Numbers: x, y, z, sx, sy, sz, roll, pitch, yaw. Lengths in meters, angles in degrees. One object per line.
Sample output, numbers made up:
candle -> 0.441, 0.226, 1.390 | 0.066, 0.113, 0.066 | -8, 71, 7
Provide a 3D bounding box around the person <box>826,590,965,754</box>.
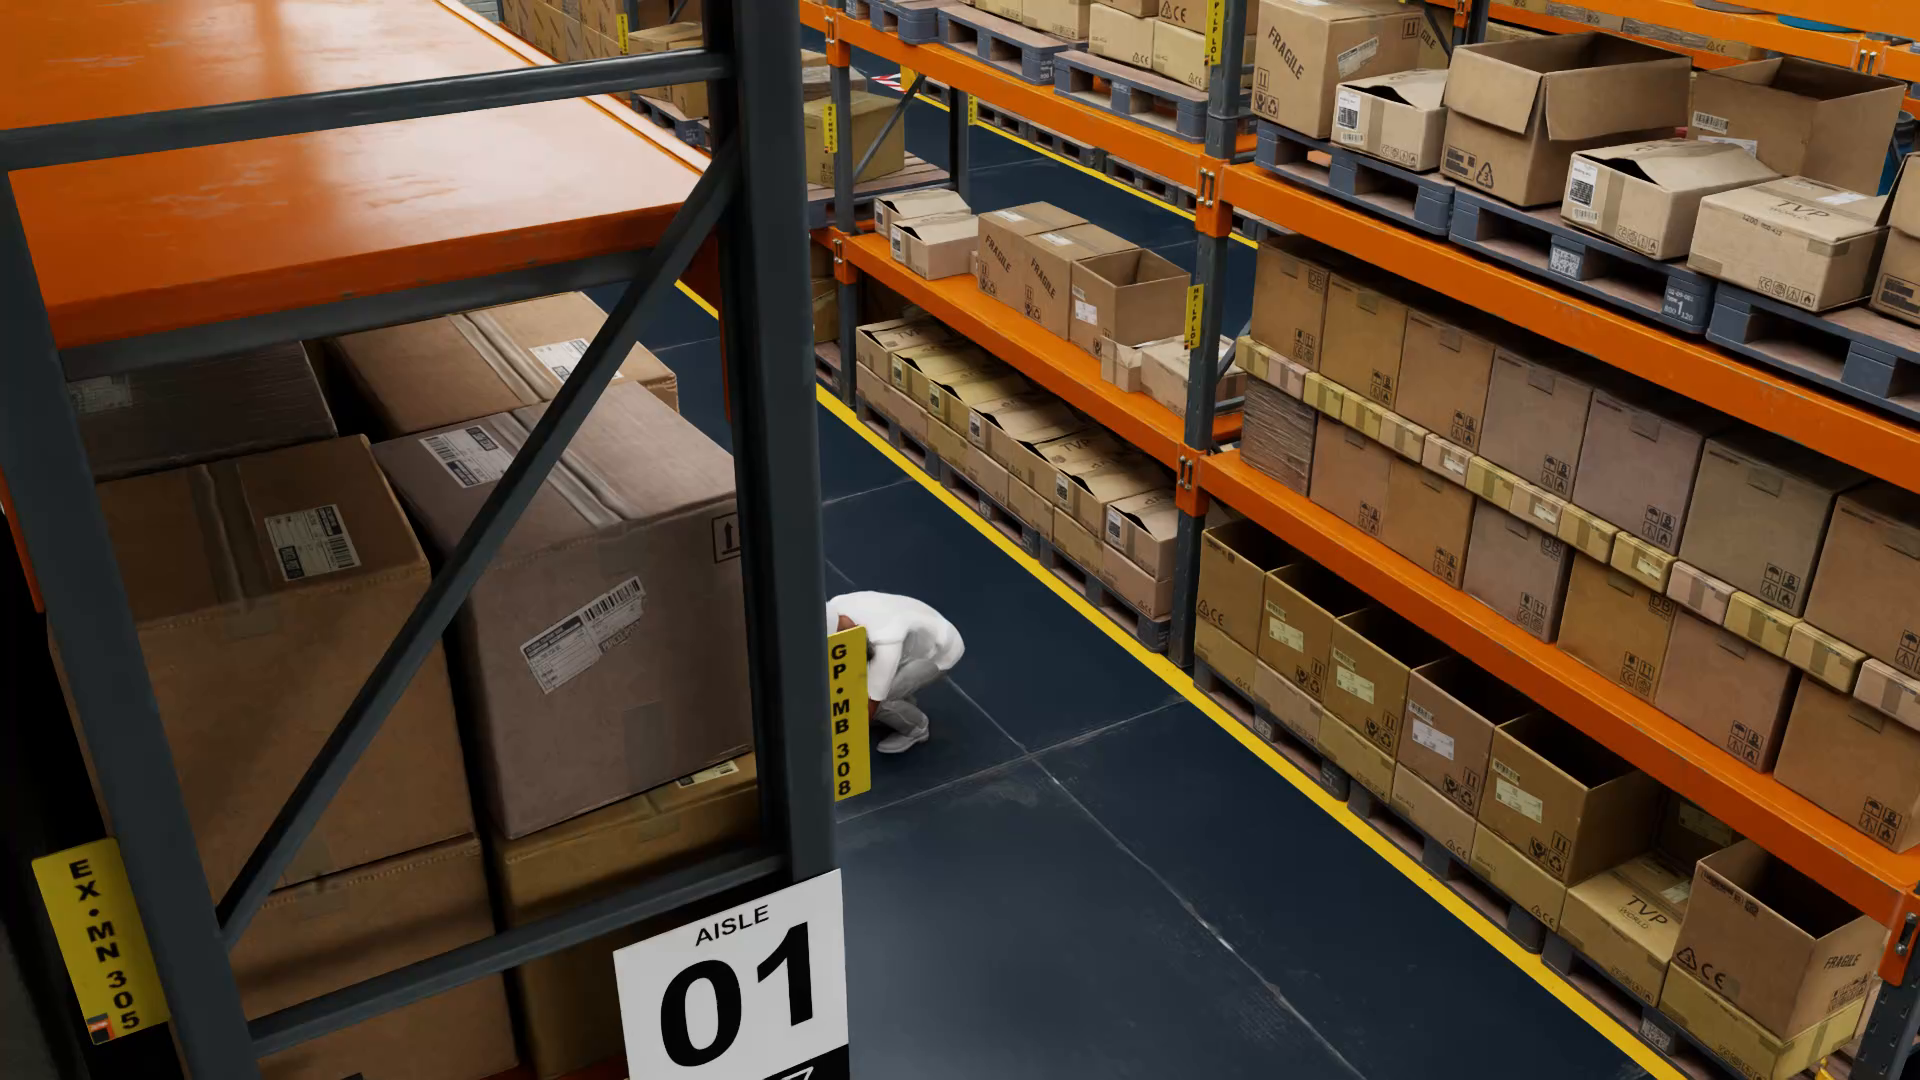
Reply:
person -> -0.397, 0.629, 8.275 | 0.896, 0.927, 0.570 | -16, 33, -26
